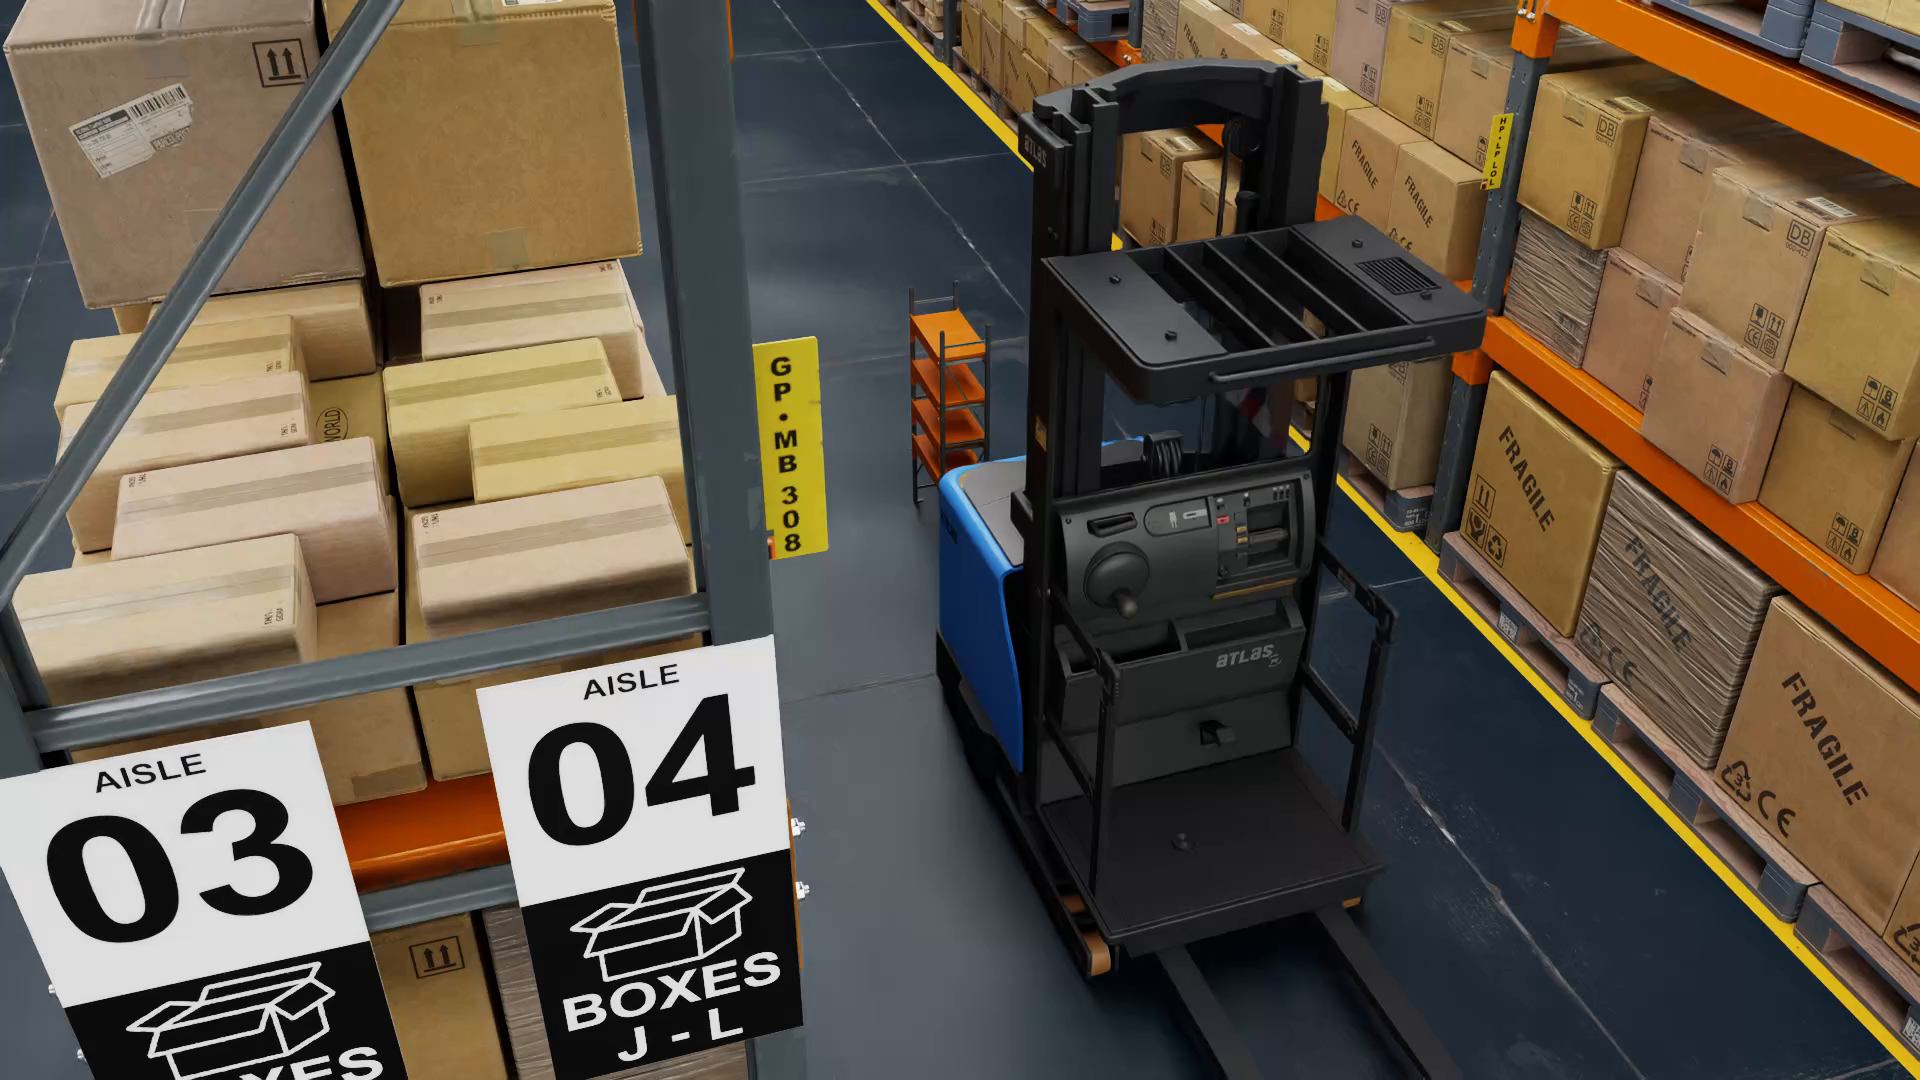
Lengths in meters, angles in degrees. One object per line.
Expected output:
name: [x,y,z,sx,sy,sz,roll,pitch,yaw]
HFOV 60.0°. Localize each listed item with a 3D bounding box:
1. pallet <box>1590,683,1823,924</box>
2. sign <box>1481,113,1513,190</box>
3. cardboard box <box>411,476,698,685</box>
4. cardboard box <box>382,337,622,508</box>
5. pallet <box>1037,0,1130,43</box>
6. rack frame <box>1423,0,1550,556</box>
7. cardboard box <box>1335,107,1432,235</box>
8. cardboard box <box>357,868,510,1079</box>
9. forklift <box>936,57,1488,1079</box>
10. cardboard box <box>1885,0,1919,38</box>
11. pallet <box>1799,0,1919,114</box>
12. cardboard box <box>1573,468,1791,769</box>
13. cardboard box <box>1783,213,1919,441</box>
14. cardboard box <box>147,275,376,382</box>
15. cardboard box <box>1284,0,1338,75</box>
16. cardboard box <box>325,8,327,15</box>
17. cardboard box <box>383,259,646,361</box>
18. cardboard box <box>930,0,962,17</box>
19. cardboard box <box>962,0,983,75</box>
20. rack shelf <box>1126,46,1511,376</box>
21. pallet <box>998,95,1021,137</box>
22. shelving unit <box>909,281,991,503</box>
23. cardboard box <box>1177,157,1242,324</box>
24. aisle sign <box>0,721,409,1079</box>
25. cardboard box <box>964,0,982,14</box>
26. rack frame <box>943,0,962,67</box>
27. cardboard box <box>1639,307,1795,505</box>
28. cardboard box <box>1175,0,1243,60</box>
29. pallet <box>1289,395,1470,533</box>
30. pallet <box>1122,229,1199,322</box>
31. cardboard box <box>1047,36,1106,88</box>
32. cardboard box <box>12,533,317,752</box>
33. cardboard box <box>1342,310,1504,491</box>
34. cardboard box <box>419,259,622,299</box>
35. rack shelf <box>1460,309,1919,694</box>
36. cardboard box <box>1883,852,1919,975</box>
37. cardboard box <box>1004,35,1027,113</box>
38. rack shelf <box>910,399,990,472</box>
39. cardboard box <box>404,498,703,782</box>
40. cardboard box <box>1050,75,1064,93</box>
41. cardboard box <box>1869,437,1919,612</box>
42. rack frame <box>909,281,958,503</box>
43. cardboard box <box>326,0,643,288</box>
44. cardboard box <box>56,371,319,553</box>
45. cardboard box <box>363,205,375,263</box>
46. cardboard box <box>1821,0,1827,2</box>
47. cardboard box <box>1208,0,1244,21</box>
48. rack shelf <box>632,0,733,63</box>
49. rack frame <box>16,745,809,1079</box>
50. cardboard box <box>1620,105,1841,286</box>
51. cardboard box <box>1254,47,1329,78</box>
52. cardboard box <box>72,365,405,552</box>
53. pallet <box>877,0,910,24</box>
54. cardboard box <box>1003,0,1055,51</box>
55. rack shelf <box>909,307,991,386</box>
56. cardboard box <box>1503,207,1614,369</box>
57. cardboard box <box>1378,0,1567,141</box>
pallet: [3.321,0.930,6.652,1.003,0.211,1.213,-10,35,-15]
sign: [2.274,-1.642,7.035,0.100,0.325,0.005,-10,35,-15]
cardboard box: [-0.610,0.055,2.500,0.380,0.149,0.250,-10,35,-15]
cardboard box: [-0.791,-0.210,2.900,0.380,0.149,0.250,-11,35,-16]
pallet: [1.249,-3.664,11.248,1.213,0.211,1.003,-10,35,-15]
rack frame: [2.788,-1.288,7.478,1.000,3.000,0.127,-10,35,-15]
cardboard box: [2.220,-1.824,8.199,0.500,0.500,0.500,-10,35,-15]
cardboard box: [-1.149,0.763,3.107,0.500,0.500,0.500,-10,35,-15]
forklift: [0.854,0.070,5.486,1.130,2.935,3.031,-11,35,-16]
cardboard box: [3.039,-1.605,4.993,0.380,0.149,0.250,-10,35,-14]
pallet: [3.396,-1.432,5.055,1.003,0.211,1.213,-10,35,-15]
cardboard box: [3.192,0.238,6.715,0.875,0.875,0.875,-10,35,-14]
cardboard box: [3.349,-0.749,5.547,0.875,0.550,0.500,-10,35,-15]
cardboard box: [-1.340,-0.416,3.212,0.380,0.149,0.250,-10,35,-14]
cardboard box: [2.166,-2.807,8.779,0.700,0.500,0.500,-10,35,-15]
cardboard box: [-1.952,-1.365,4.648,0.380,0.149,0.250,-10,35,-14]
cardboard box: [-0.958,-0.423,3.584,0.500,0.250,0.500,-10,35,-15]
cardboard box: [-0.051,-4.710,14.592,0.380,0.149,0.250,-9,35,-14]
cardboard box: [0.321,-4.188,13.753,0.500,0.500,0.500,-9,34,-13]
rack shelf: [2.178,-2.038,9.266,1.077,0.370,4.000,-10,35,-15]
pallet: [0.963,-3.275,13.014,1.003,0.211,1.213,-10,35,-15]
shelving unit: [-0.051,-0.587,8.051,0.258,1.200,0.503,-10,35,-15]
cardboard box: [1.938,-1.831,9.960,1.050,0.750,0.750,-9,35,-14]
aisle sign: [-1.013,0.592,2.276,0.394,0.787,0.004,-10,35,-15]
cardboard box: [0.322,-4.501,13.547,0.500,0.250,0.500,-12,35,-17]
rack frame: [0.348,-5.488,13.835,1.000,3.000,0.127,-10,35,-15]
cardboard box: [3.154,-0.571,6.257,0.875,0.550,0.550,-10,35,-15]
cardboard box: [1.606,-2.882,9.800,0.500,0.500,0.500,-10,35,-15]
pallet: [2.481,-0.517,8.841,1.003,0.211,1.213,-10,35,-15]
pallet: [1.737,-1.798,10.780,1.003,0.211,1.213,-10,35,-15]
cardboard box: [0.945,-3.412,11.898,0.500,0.250,0.500,-10,35,-14]
cardboard box: [-1.128,0.145,2.364,0.380,0.149,0.250,-10,35,-15]
cardboard box: [2.513,-0.835,8.453,1.050,0.750,0.750,-10,35,-15]
cardboard box: [-0.877,-0.493,3.329,0.380,0.149,0.250,-10,35,-15]
rack shelf: [3.398,0.062,6.087,1.077,0.370,4.000,-10,35,-15]
cardboard box: [3.738,1.178,5.292,0.875,0.875,0.875,-10,35,-14]
cardboard box: [0.656,-3.638,12.921,0.500,0.500,0.500,-9,35,-14]
rack shelf: [-0.051,-0.531,8.088,0.258,0.148,0.480,-10,35,-15]
cardboard box: [-0.647,0.108,2.781,0.500,0.250,0.500,-9,35,-13]
cardboard box: [0.963,-3.095,12.100,0.500,0.500,0.500,-9,34,-13]
cardboard box: [3.612,-0.038,5.450,0.875,0.550,0.550,-10,35,-15]
rack frame: [-0.125,-0.716,8.245,0.240,1.200,0.015,-10,35,-15]
cardboard box: [-0.942,-0.858,3.292,0.500,0.500,0.500,-10,35,-15]
cardboard box: [-1.284,-0.137,2.790,0.380,0.149,0.250,-12,35,-17]
cardboard box: [-1.597,-0.601,3.855,0.500,0.250,0.500,-11,35,-16]
cardboard box: [2.888,-1.869,5.393,0.380,0.149,0.250,-11,35,-15]
cardboard box: [1.851,-3.344,9.592,0.700,0.500,0.500,-10,35,-15]
rack shelf: [-1.356,-1.658,3.253,1.077,0.370,4.000,-10,35,-15]
rack frame: [-0.746,1.593,3.118,1.000,3.000,0.127,-10,35,-15]
cardboard box: [3.146,-1.332,6.430,0.875,0.550,0.550,-10,35,-15]
cardboard box: [1.909,-2.355,9.003,0.500,0.500,0.500,-10,35,-15]
cardboard box: [-1.290,-0.068,3.047,0.500,0.250,0.500,-10,35,-14]
pallet: [-0.267,-5.313,16.099,1.003,0.211,1.213,-10,35,-15]
cardboard box: [0.638,-3.953,12.718,0.500,0.250,0.500,-9,34,-13]
rack shelf: [-0.051,-0.915,7.834,0.258,0.148,0.480,-10,35,-15]
cardboard box: [2.912,-1.159,7.147,0.875,0.550,0.550,-10,35,-15]
cardboard box: [2.472,-2.276,7.976,0.700,0.500,0.500,-11,35,-16]
